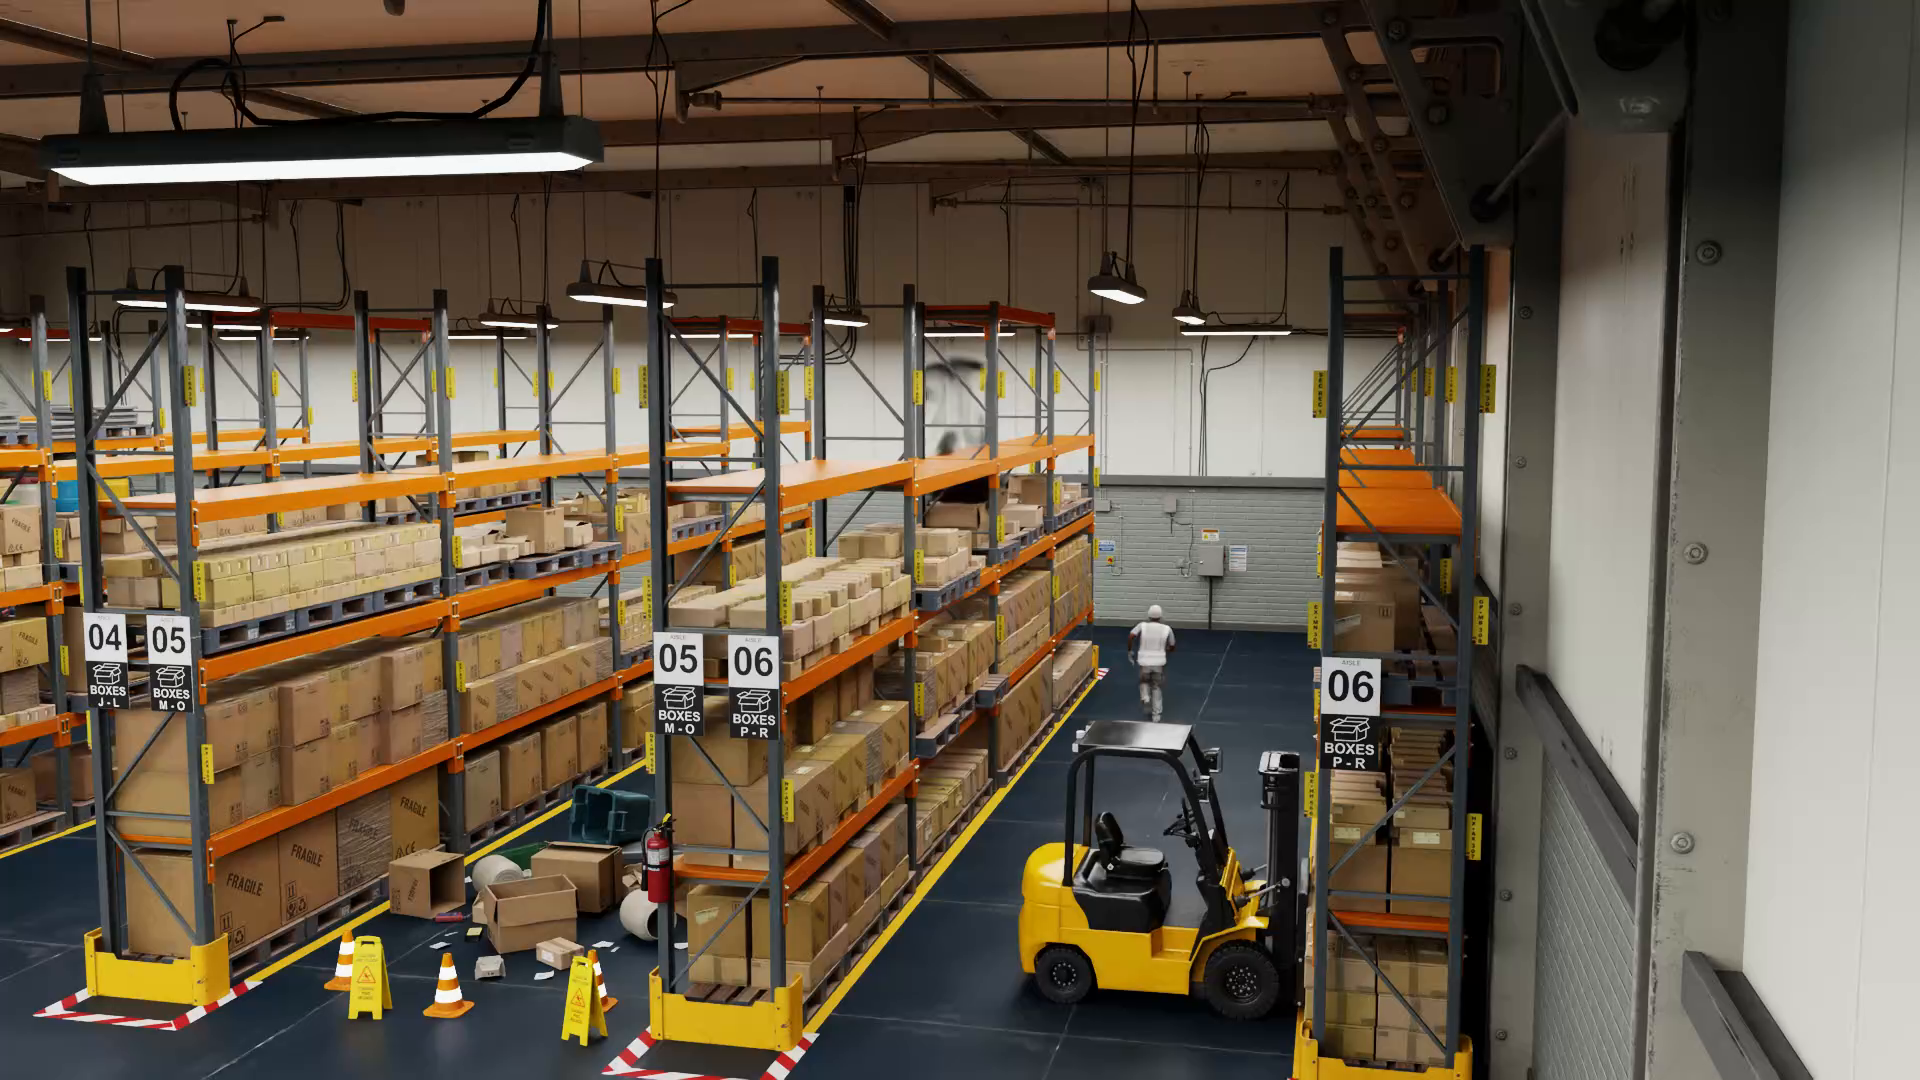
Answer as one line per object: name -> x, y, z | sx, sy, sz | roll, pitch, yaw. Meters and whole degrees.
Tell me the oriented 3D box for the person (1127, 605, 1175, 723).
person -> 2.819, 1.814, 24.554 | 0.708, 1.732, 0.735 | 1, 6, 6
